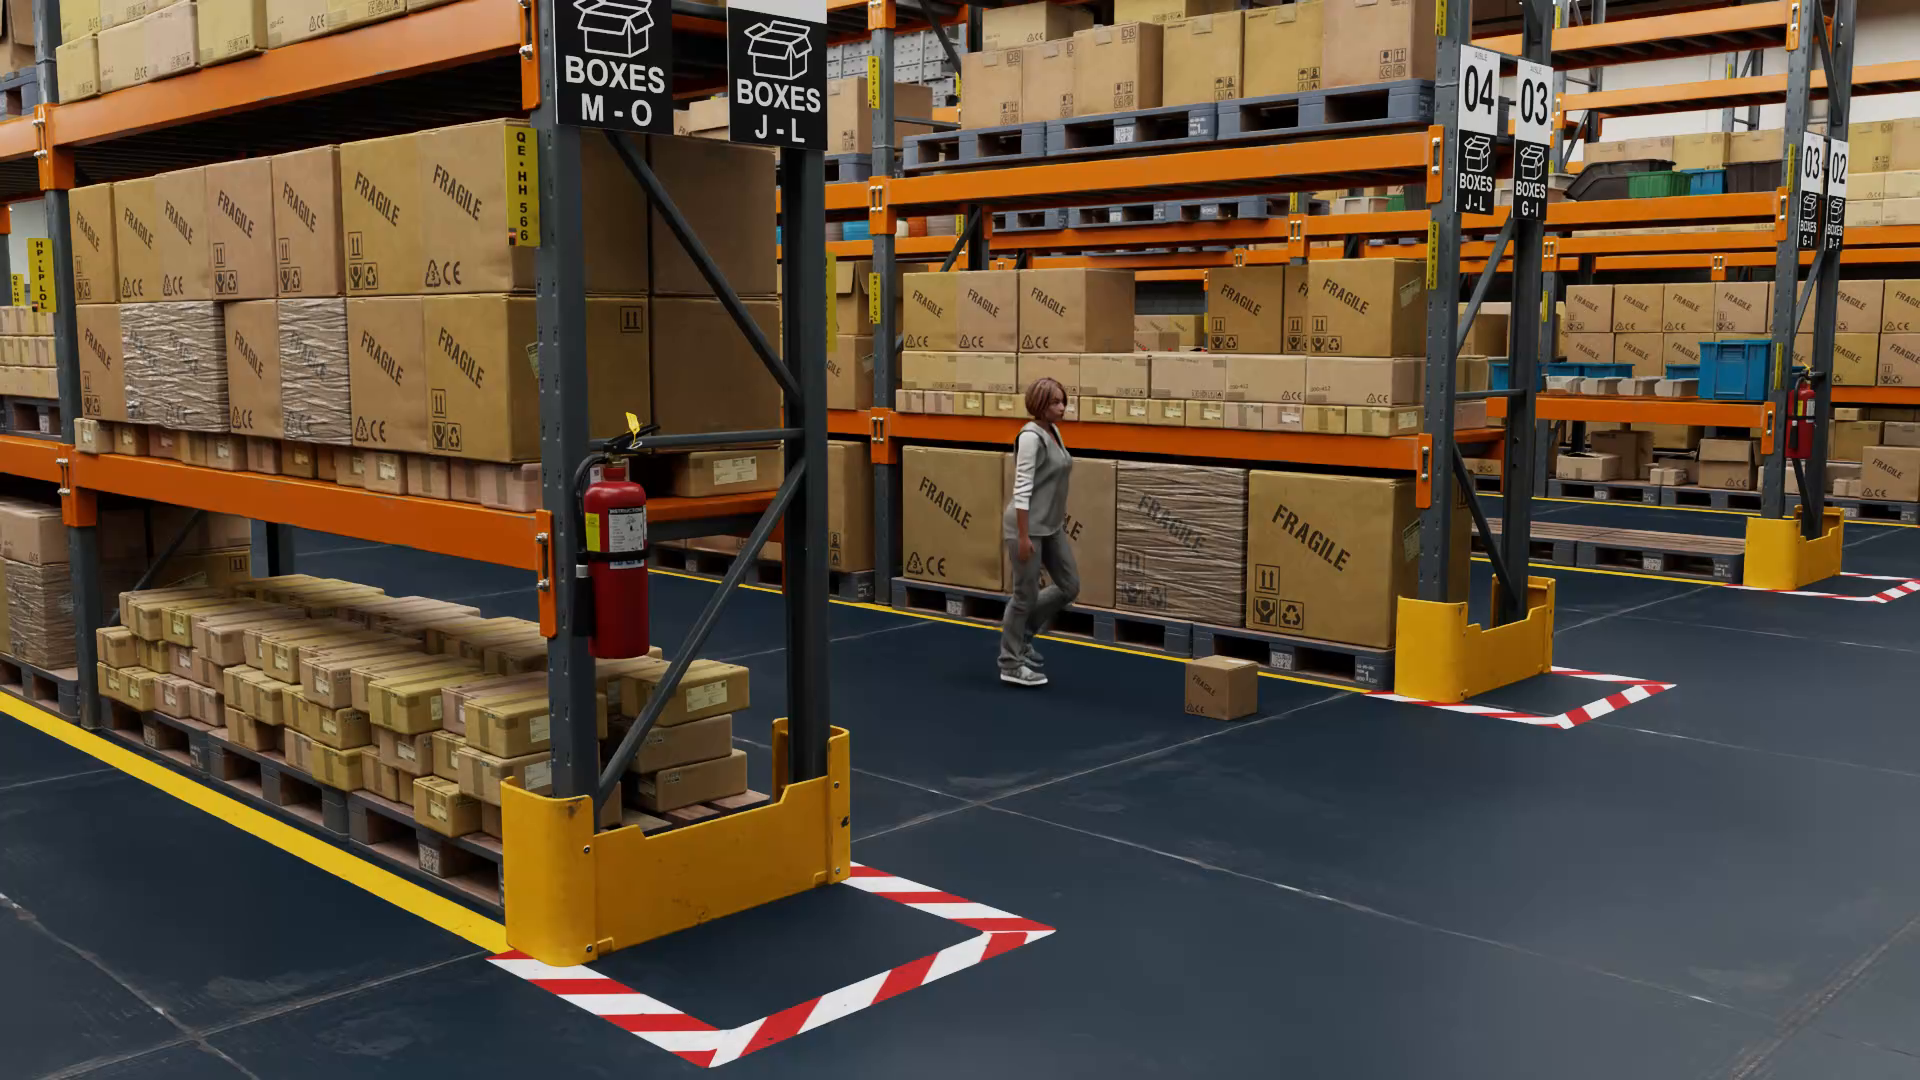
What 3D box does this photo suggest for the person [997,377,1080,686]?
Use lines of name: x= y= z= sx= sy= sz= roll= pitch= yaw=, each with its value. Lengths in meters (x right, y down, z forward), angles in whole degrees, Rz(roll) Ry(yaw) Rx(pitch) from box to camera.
person: x=0.368 y=-0.028 z=8.506 sx=0.420 sy=1.566 sz=0.450 roll=4 pitch=8 yaw=26
